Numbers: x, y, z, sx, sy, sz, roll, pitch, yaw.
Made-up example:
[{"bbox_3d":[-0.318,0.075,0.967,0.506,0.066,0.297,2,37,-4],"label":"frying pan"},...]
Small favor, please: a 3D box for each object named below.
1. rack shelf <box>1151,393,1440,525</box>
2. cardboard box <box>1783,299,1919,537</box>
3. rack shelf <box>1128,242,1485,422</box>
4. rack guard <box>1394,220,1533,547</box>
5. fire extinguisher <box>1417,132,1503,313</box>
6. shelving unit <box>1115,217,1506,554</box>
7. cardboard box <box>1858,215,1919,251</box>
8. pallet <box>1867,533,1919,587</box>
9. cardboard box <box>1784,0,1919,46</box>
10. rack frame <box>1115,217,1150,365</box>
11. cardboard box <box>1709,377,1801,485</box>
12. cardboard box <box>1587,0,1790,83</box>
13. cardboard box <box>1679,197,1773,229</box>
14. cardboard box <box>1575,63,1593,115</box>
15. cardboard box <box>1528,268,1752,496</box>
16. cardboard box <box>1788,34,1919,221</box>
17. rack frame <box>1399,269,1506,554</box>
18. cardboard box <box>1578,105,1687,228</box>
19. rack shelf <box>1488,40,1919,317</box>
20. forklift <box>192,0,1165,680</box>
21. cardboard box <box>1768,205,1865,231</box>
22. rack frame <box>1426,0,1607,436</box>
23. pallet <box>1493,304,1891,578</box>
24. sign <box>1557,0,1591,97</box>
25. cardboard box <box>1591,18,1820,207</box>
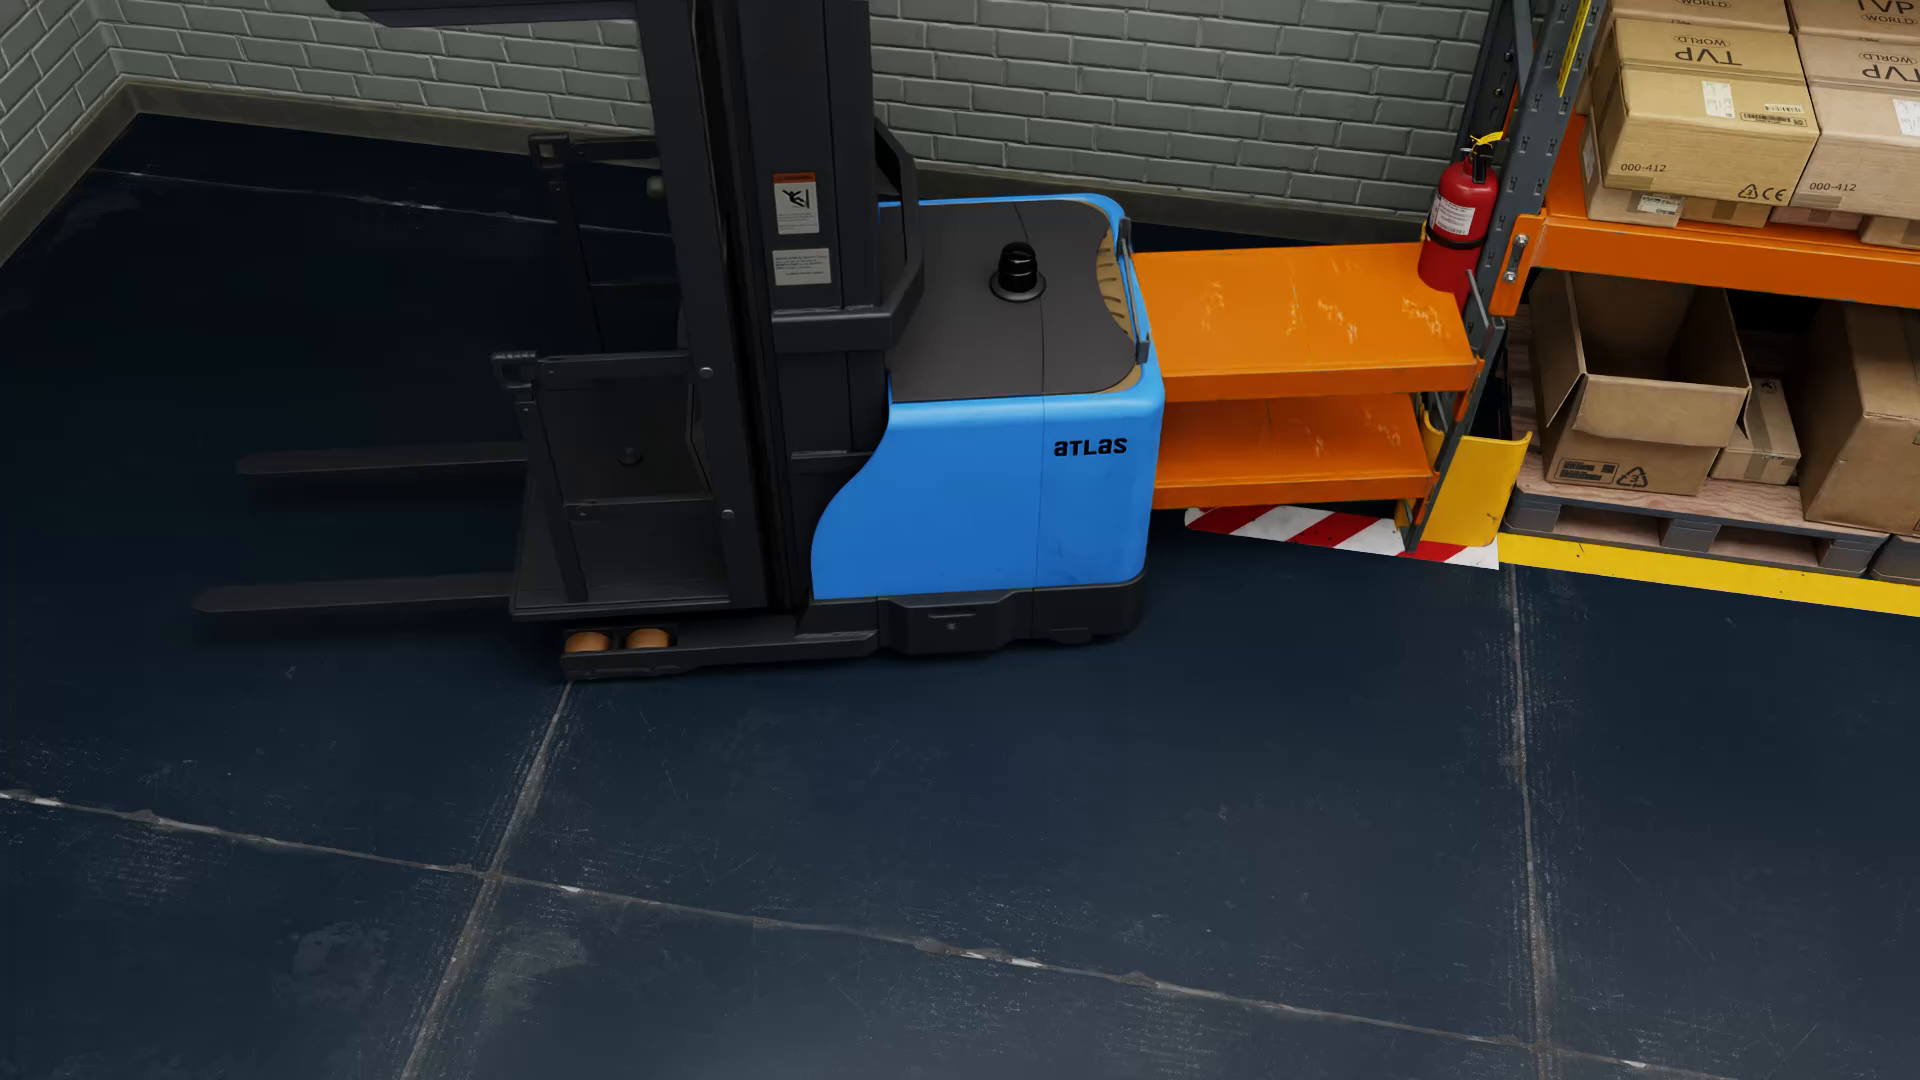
[{"bbox_3d":[1.010,-0.319,5.511,1.000,0.278,0.538,-3,55,-2],"label":"rack shelf"},{"bbox_3d":[3.123,-0.443,5.530,0.500,0.500,0.700,9,49,8],"label":"cardboard box"},{"bbox_3d":[1.013,-0.628,5.072,1.000,0.278,0.538,-3,55,-2],"label":"rack shelf"},{"bbox_3d":[1.778,-0.584,5.939,0.348,0.500,1.175,8,49,7],"label":"rack guard"},{"bbox_3d":[1.477,-0.961,4.899,0.183,0.674,0.296,8,49,7],"label":"fire extinguisher"},{"bbox_3d":[1.011,-0.460,5.311,1.048,1.125,0.538,-3,55,-2],"label":"shelving unit"},{"bbox_3d":[2.739,-1.014,4.814,0.250,0.149,0.380,9,49,8],"label":"cardboard box"},{"bbox_3d":[3.760,-0.220,5.806,1.213,0.211,1.003,8,49,7],"label":"pallet"},{"bbox_3d":[2.711,-1.544,5.021,0.500,0.250,0.500,8,49,7],"label":"cardboard box"},{"bbox_3d":[0.504,-0.437,5.292,0.032,1.125,0.500,-3,55,-2],"label":"rack frame"},{"bbox_3d":[2.700,-0.383,5.711,0.250,0.149,0.380,6,48,5],"label":"cardboard box"},{"bbox_3d":[2.203,-1.613,5.083,0.500,0.250,0.500,9,49,8],"label":"cardboard box"},{"bbox_3d":[2.237,-1.102,4.892,0.250,0.149,0.380,9,49,8],"label":"cardboard box"},{"bbox_3d":[2.077,-1.499,5.249,0.250,0.149,0.380,7,48,6],"label":"cardboard box"},{"bbox_3d":[2.289,-0.586,5.656,0.637,0.503,0.797,6,48,5],"label":"cardboard box"},{"bbox_3d":[2.598,-1.156,4.673,0.500,0.250,0.500,8,49,7],"label":"cardboard box"},{"bbox_3d":[1.519,-0.482,5.331,0.032,1.125,0.500,-3,55,-2],"label":"rack frame"},{"bbox_3d":[1.978,-1.102,4.892,0.250,0.149,0.380,7,48,7],"label":"cardboard box"},{"bbox_3d":[3.672,-0.925,5.048,4.000,0.370,1.077,8,49,7],"label":"rack shelf"},{"bbox_3d":[-0.943,-0.941,4.625,3.031,2.935,1.130,-3,48,-3],"label":"forklift"},{"bbox_3d":[2.502,-1.093,4.884,0.250,0.149,0.380,7,48,6],"label":"cardboard box"},{"bbox_3d":[1.704,-1.430,5.018,0.127,3.000,1.000,8,49,7],"label":"rack frame"},{"bbox_3d":[2.563,-0.383,5.953,1.213,0.211,1.003,8,49,7],"label":"pallet"},{"bbox_3d":[1.607,-1.322,4.339,0.005,0.325,0.100,8,49,7],"label":"sign"},{"bbox_3d":[2.102,-1.222,4.732,0.500,0.250,0.500,8,49,7],"label":"cardboard box"}]
